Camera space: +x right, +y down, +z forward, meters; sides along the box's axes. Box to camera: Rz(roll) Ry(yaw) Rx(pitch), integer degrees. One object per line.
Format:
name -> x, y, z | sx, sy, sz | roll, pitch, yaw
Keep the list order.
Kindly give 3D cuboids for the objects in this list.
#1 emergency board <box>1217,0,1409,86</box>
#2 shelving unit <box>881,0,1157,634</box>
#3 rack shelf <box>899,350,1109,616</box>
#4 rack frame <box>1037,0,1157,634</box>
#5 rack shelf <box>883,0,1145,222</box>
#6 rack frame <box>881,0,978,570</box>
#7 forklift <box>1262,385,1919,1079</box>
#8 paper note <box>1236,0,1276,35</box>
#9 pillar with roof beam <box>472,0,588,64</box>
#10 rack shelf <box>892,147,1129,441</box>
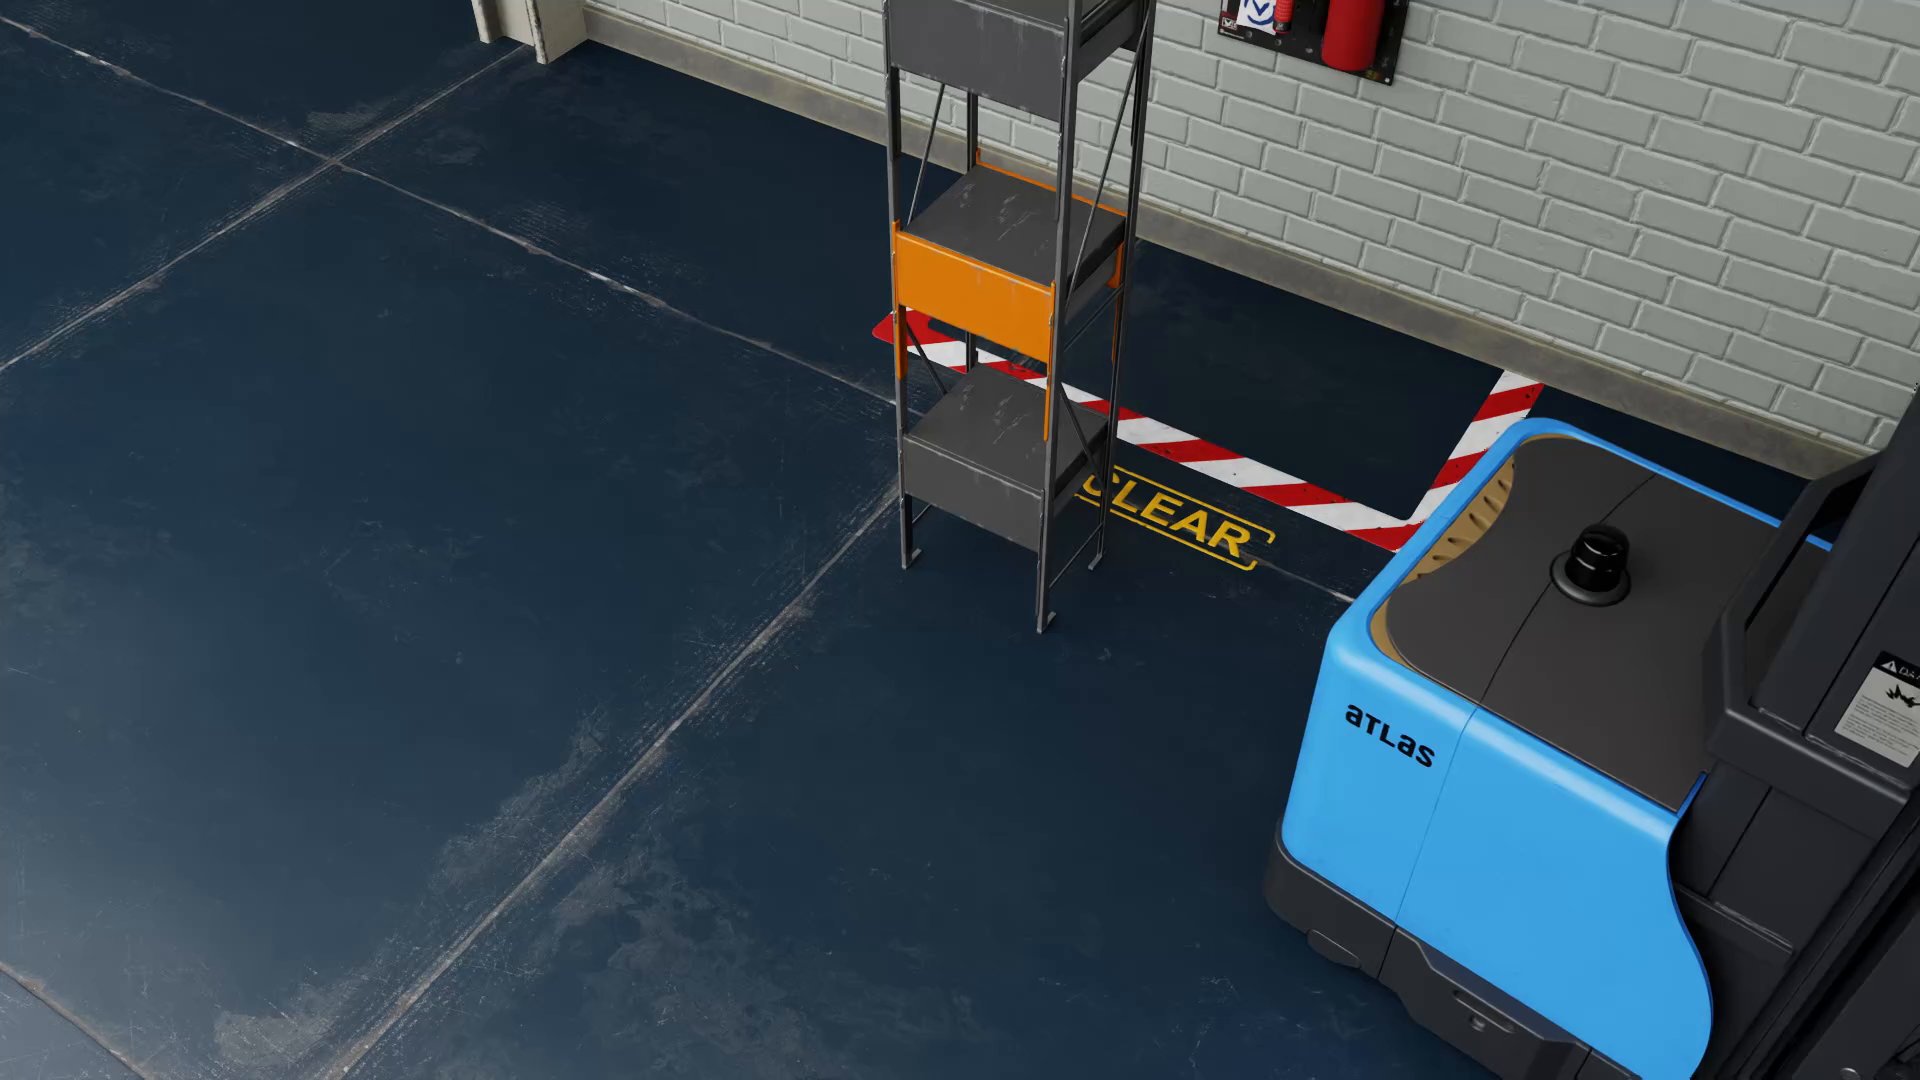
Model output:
emergency board -> 1.097, -1.949, 5.052 | 0.643, 1.169, 0.194 | 25, 51, 22
shelving unit -> 0.139, -0.668, 4.435 | 0.503, 2.100, 0.431 | 25, 51, 22
rack shelf -> 0.139, -0.170, 4.946 | 0.480, 0.518, 0.431 | 25, 51, 22
rack frame -> 0.345, -0.573, 4.343 | 0.015, 2.100, 0.400 | 25, 51, 22
rack shelf -> 0.139, -1.146, 3.942 | 0.480, 0.518, 0.431 | 25, 51, 22
rack frame -> -0.066, -0.762, 4.527 | 0.015, 2.100, 0.400 | 25, 51, 22
forklift -> 2.237, 0.340, 2.876 | 3.031, 2.935, 1.130 | 30, 53, 26
paper note -> 0.986, -1.752, 5.475 | 0.142, 0.148, 0.016 | 25, 51, 22
pillar with roof beam -> -4.218, -2.784, 1.681 | 0.400, 9.000, 9.100 | 25, 51, 22
rack shelf -> 0.139, -0.658, 4.444 | 0.480, 0.518, 0.431 | 25, 51, 22
